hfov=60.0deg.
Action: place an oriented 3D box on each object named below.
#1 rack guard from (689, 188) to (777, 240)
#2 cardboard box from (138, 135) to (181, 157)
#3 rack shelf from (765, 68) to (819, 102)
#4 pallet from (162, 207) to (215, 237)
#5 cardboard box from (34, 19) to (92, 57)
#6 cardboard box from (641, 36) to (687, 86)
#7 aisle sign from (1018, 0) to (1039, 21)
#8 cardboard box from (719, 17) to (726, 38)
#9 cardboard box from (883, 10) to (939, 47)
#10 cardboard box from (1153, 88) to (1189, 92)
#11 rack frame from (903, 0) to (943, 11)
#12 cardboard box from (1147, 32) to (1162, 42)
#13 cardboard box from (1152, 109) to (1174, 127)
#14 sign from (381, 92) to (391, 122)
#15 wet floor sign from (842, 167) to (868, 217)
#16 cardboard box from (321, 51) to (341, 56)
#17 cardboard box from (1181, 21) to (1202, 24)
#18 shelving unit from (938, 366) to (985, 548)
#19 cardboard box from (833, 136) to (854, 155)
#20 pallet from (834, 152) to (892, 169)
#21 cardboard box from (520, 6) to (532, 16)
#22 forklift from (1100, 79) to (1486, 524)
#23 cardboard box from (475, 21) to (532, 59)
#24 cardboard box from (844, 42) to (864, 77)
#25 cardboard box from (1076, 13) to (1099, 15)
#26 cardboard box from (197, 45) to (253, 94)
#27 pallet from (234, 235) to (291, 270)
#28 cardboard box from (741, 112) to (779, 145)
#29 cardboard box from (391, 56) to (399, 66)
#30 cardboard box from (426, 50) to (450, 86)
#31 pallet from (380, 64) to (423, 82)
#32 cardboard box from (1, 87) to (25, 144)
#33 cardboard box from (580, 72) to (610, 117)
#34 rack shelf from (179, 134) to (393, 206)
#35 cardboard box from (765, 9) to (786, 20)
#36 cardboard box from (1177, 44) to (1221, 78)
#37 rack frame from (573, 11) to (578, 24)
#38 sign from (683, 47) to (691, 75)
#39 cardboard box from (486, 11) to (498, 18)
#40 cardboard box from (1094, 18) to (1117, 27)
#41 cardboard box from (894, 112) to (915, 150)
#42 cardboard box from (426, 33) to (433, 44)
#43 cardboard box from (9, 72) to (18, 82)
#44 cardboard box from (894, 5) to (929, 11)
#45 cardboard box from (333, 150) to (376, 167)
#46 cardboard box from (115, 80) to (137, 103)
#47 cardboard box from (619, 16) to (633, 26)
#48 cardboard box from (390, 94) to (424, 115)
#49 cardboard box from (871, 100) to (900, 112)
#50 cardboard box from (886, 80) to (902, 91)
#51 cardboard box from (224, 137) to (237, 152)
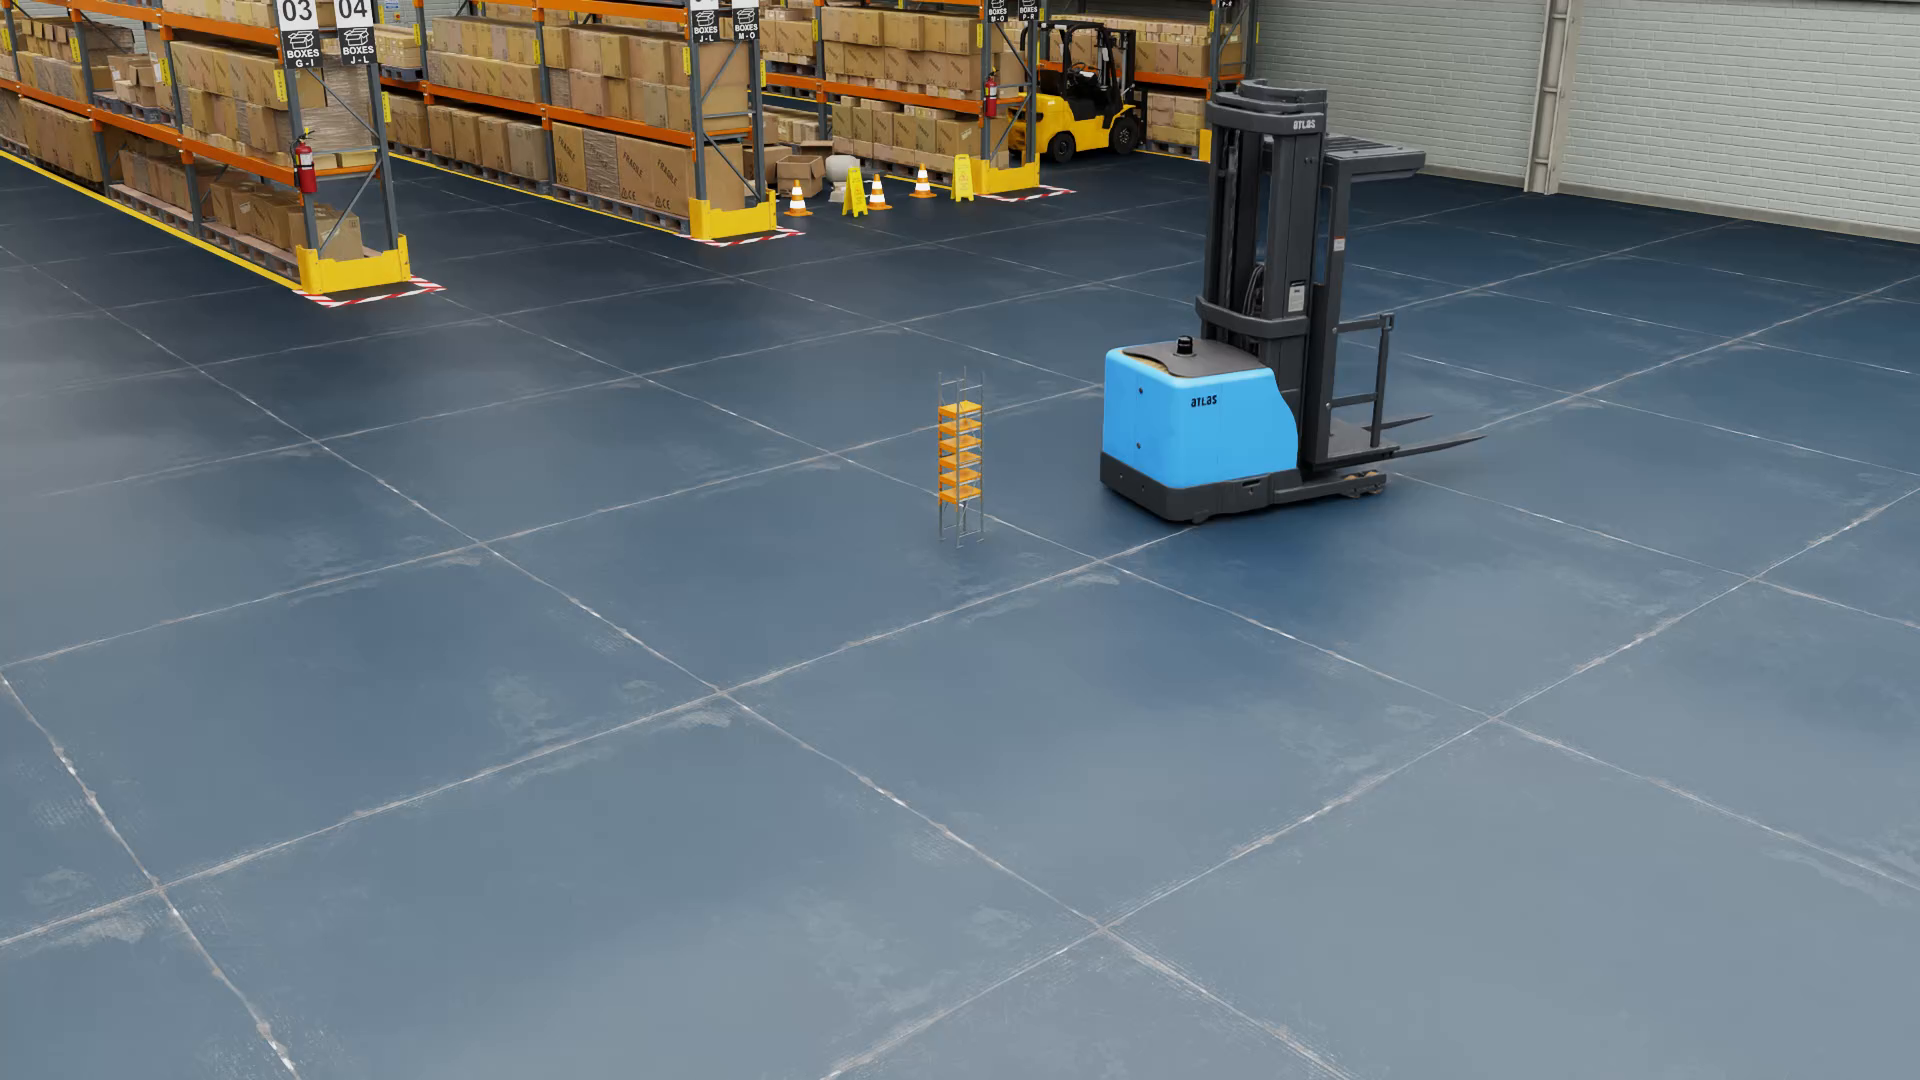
[{"bbox_3d":[-2.952,-4.254,21.659,1.175,0.500,0.348,-17,27,-37],"label":"rack guard"},{"bbox_3d":[-11.199,-5.550,23.336,0.500,0.250,0.500,-14,25,-32],"label":"cardboard box"},{"bbox_3d":[-3.200,-7.953,28.663,1.077,0.370,4.000,-17,27,-37],"label":"rack shelf"},{"bbox_3d":[-9.912,-4.293,22.155,1.003,0.211,1.213,-17,27,-37],"label":"pallet"},{"bbox_3d":[-13.762,-7.734,25.603,0.797,0.503,0.637,-17,27,-37],"label":"cardboard box"},{"bbox_3d":[-3.610,-6.239,21.613,0.875,0.550,0.550,-17,27,-37],"label":"cardboard box"},{"bbox_3d":[0.992,-7.898,23.970,0.394,0.787,0.004,-17,27,-37],"label":"aisle sign"},{"bbox_3d":[-4.042,-8.900,28.972,0.500,0.500,0.500,-16,26,-35],"label":"cardboard box"},{"bbox_3d":[-0.739,-7.799,25.368,0.700,0.500,0.500,-18,27,-38],"label":"cardboard box"},{"bbox_3d":[3.657,-7.650,28.725,0.500,0.250,0.500,-18,27,-38],"label":"cardboard box"},{"bbox_3d":[-0.748,-10.023,32.962,1.000,3.000,0.127,-17,27,-37],"label":"rack frame"},{"bbox_3d":[3.360,-8.474,27.981,0.380,0.149,0.250,-19,28,-39],"label":"cardboard box"},{"bbox_3d":[3.600,-7.162,28.167,0.500,0.250,0.500,-18,28,-38],"label":"cardboard box"},{"bbox_3d":[-6.380,-4.804,18.448,0.100,0.325,0.005,-17,27,-37],"label":"sign"},{"bbox_3d":[-1.449,-4.791,22.832,0.232,0.644,0.267,17,27,36],"label":"wet floor sign"},{"bbox_3d":[-7.265,-5.279,18.932,0.500,0.500,0.500,-17,27,-37],"label":"cardboard box"},{"bbox_3d":[3.938,-8.666,28.061,0.380,0.149,0.250,-17,27,-37],"label":"cardboard box"},{"bbox_3d":[0.009,-0.555,11.255,0.258,1.200,0.189,-17,27,-37],"label":"shelving unit"},{"bbox_3d":[-1.714,-6.424,26.966,0.500,0.250,0.500,-19,28,-40],"label":"cardboard box"},{"bbox_3d":[-1.430,-6.260,27.178,1.003,0.211,1.213,-17,27,-37],"label":"pallet"},{"bbox_3d":[-8.619,-10.944,33.804,0.500,0.500,0.500,-17,27,-37],"label":"cardboard box"},{"bbox_3d":[2.596,-1.834,12.146,3.031,2.935,1.130,-10,24,-24],"label":"forklift"},{"bbox_3d":[-6.903,-7.598,25.263,0.700,0.500,0.500,-18,28,-38],"label":"cardboard box"},{"bbox_3d":[-1.473,-7.600,26.229,0.500,0.500,0.500,-18,27,-38],"label":"cardboard box"},{"bbox_3d":[2.300,-9.389,29.908,0.380,0.149,0.250,-17,27,-37],"label":"cardboard box"},{"bbox_3d":[-8.648,-5.566,19.666,0.500,0.500,0.500,-17,27,-37],"label":"cardboard box"},{"bbox_3d":[-8.137,-3.564,20.293,1.003,0.211,1.213,-17,27,-37],"label":"pallet"},{"bbox_3d":[-3.224,-6.492,26.336,0.500,0.500,0.500,-17,27,-37],"label":"cardboard box"},{"bbox_3d":[-9.021,-7.809,27.077,0.380,0.149,0.250,-18,27,-38],"label":"cardboard box"},{"bbox_3d":[-8.101,-7.493,26.364,0.500,0.500,0.500,-17,27,-37],"label":"cardboard box"},{"bbox_3d":[-8.736,-7.717,27.336,1.213,0.211,1.003,-17,27,-37],"label":"pallet"},{"bbox_3d":[-15.582,-7.243,28.201,0.875,0.875,0.875,-17,27,-37],"label":"cardboard box"},{"bbox_3d":[-4.689,-6.176,22.934,0.875,0.550,0.550,-17,27,-37],"label":"cardboard box"},{"bbox_3d":[-8.097,-4.489,19.818,1.077,0.370,4.000,-17,27,-37],"label":"rack shelf"},{"bbox_3d":[-3.024,-8.749,27.700,0.380,0.149,0.250,-19,28,-40],"label":"cardboard box"},{"bbox_3d":[3.954,-7.933,27.488,0.500,0.500,0.500,-18,28,-39],"label":"cardboard box"},{"bbox_3d":[-7.117,-9.946,32.764,1.000,3.000,0.127,-17,27,-37],"label":"rack frame"},{"bbox_3d":[-3.388,-5.948,20.645,0.100,0.325,0.005,-17,27,-37],"label":"sign"},{"bbox_3d":[-9.632,-10.897,35.055,0.500,0.500,0.500,-18,27,-38],"label":"cardboard box"},{"bbox_3d":[2.539,-8.967,28.830,0.380,0.149,0.250,-18,28,-38],"label":"cardboard box"},{"bbox_3d":[-0.672,-6.339,25.721,0.500,0.500,0.500,-18,28,-39],"label":"cardboard box"},{"bbox_3d":[-8.679,-8.306,27.531,0.380,0.149,0.250,-18,27,-38],"label":"cardboard box"},{"bbox_3d":[-15.071,-7.476,26.803,0.380,0.149,0.250,-17,27,-37],"label":"cardboard box"},{"bbox_3d":[-0.965,-10.445,33.326,0.500,0.500,0.500,-16,26,-35],"label":"cardboard box"},{"bbox_3d":[-6.797,-4.290,18.668,0.380,0.149,0.250,-17,27,-37],"label":"cardboard box"},{"bbox_3d":[-11.094,-6.090,22.548,0.500,0.250,0.500,-18,28,-39],"label":"cardboard box"},{"bbox_3d":[-6.026,-9.854,31.021,0.500,0.500,0.500,-18,28,-38],"label":"cardboard box"},{"bbox_3d":[-9.173,-7.279,27.778,0.500,0.250,0.500,-17,27,-37],"label":"cardboard box"},{"bbox_3d":[-1.163,-6.811,26.037,0.380,0.149,0.250,-16,26,-34],"label":"cardboard box"},{"bbox_3d":[-0.919,-7.037,25.681,0.380,0.149,0.250,-18,27,-38],"label":"cardboard box"},{"bbox_3d":[-8.501,-4.717,19.759,0.380,0.149,0.250,-17,27,-37],"label":"cardboard box"}]
